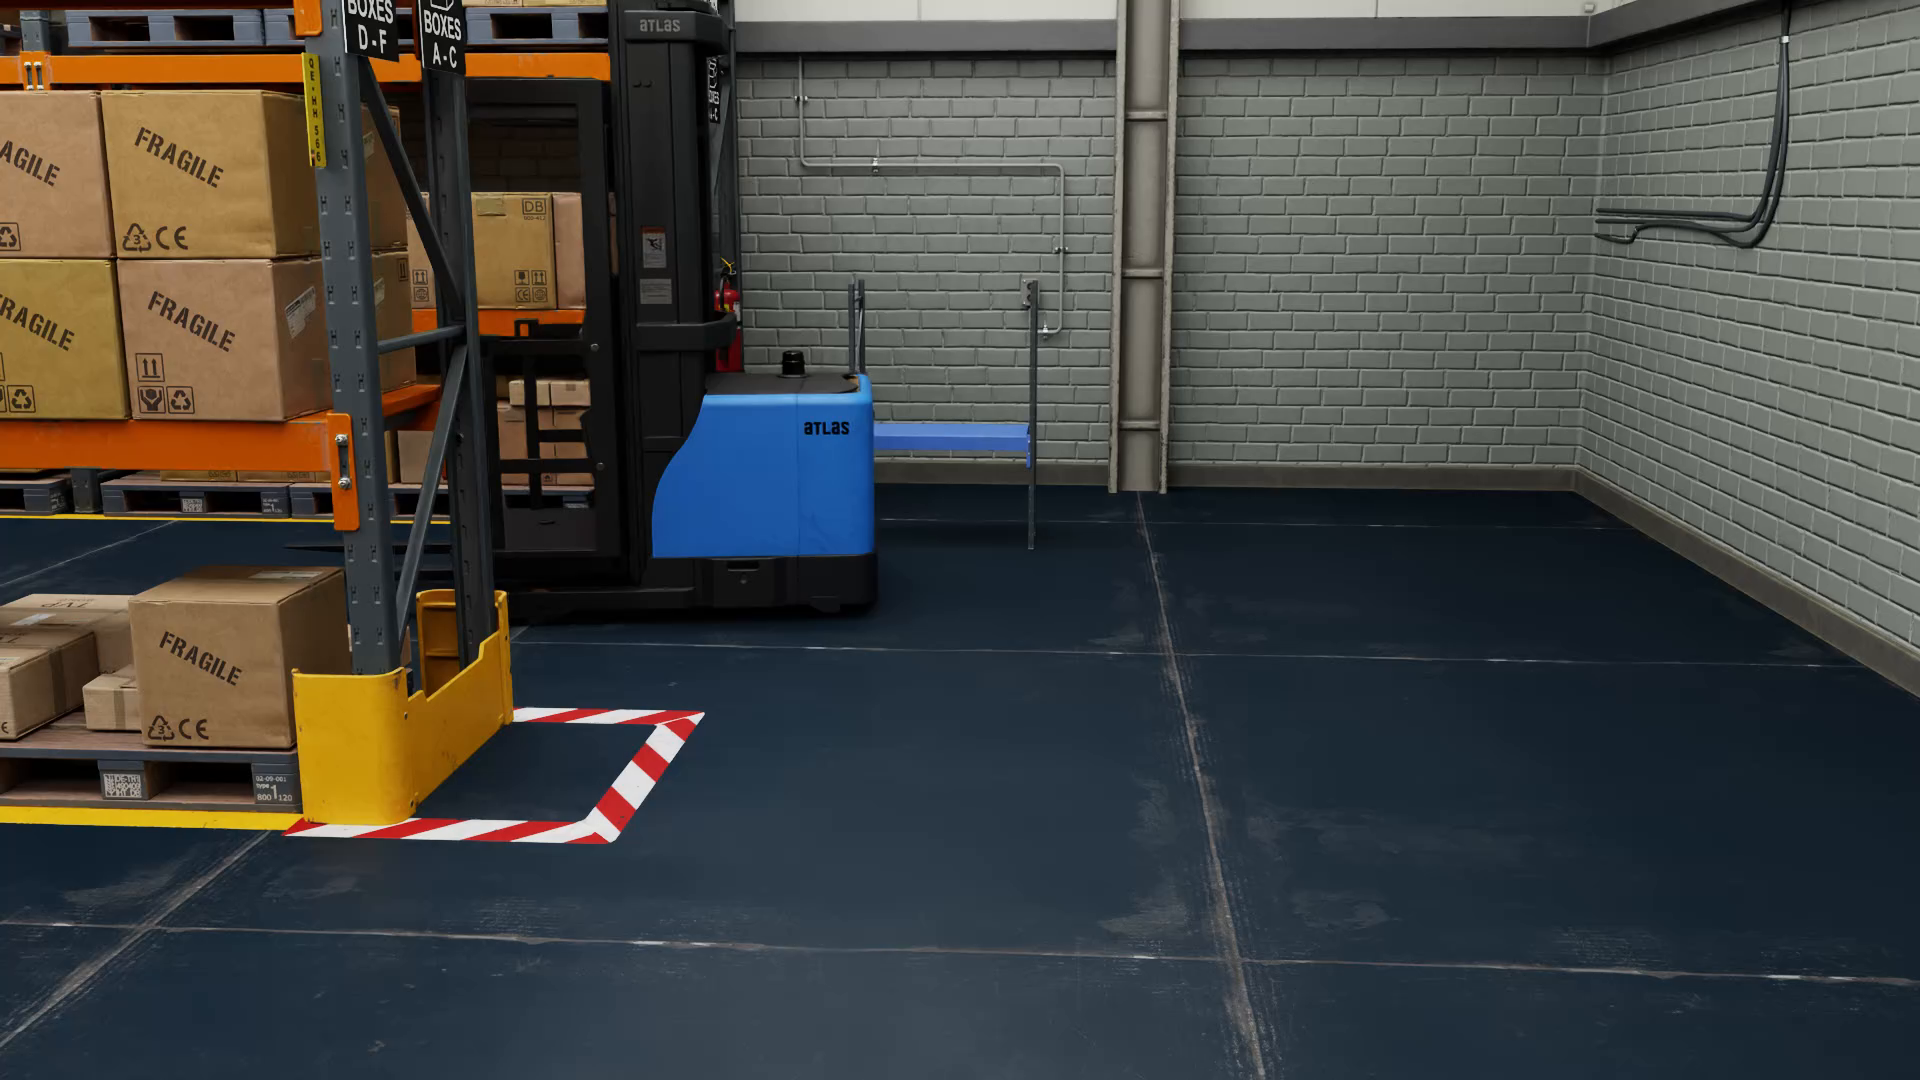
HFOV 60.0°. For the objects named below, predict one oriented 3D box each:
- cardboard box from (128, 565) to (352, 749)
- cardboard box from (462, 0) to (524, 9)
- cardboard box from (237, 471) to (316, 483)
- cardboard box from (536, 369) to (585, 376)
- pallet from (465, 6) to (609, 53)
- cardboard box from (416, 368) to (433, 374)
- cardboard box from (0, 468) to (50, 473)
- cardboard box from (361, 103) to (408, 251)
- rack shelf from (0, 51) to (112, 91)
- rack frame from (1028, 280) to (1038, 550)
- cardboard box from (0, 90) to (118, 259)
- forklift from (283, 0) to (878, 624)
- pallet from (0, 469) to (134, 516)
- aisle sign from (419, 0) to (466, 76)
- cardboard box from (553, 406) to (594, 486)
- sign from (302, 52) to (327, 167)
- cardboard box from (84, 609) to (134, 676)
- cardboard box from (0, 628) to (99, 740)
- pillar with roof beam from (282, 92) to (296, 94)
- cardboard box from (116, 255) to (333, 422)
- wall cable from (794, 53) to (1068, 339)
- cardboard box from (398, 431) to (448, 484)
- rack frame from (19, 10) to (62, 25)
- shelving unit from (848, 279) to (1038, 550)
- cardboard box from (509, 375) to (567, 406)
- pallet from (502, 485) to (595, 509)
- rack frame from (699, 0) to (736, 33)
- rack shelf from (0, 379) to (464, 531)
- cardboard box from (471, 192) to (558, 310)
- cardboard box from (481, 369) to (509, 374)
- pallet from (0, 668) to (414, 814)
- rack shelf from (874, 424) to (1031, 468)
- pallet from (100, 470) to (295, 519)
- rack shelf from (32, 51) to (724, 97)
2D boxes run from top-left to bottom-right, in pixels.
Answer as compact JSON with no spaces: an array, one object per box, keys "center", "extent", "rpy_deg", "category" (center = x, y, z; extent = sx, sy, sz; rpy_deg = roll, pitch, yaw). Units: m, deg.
[{"center":[-2.419,0.385,5.634],"extent":[0.500,0.500,0.500],"rpy_deg":[1,12,4],"category":"cardboard box"},{"center":[-2.800,-3.291,9.943],"extent":[0.500,0.250,0.500],"rpy_deg":[0,12,2],"category":"cardboard box"},{"center":[-4.283,-0.677,10.756],"extent":[0.500,0.500,0.700],"rpy_deg":[1,12,3],"category":"cardboard box"},{"center":[-2.605,-1.013,10.780],"extent":[0.250,0.149,0.380],"rpy_deg":[1,12,4],"category":"cardboard box"},{"center":[-2.273,-3.111,10.207],"extent":[1.213,0.211,1.003],"rpy_deg":[1,12,4],"category":"pallet"},{"center":[-3.617,-1.027,10.846],"extent":[0.250,0.149,0.380],"rpy_deg":[1,12,3],"category":"cardboard box"},{"center":[-6.181,-0.869,10.821],"extent":[0.750,0.750,0.750],"rpy_deg":[1,12,4],"category":"cardboard box"},{"center":[-2.285,-1.265,5.802],"extent":[0.500,0.500,0.500],"rpy_deg":[1,12,5],"category":"cardboard box"},{"center":[-7.519,-2.877,10.625],"extent":[4.000,0.370,1.077],"rpy_deg":[1,12,4],"category":"rack shelf"},{"center":[0.422,-0.728,9.587],"extent":[0.032,1.500,0.500],"rpy_deg":[1,12,4],"category":"rack frame"},{"center":[-2.826,-1.162,5.308],"extent":[0.500,0.500,0.500],"rpy_deg":[1,12,5],"category":"cardboard box"},{"center":[-1.938,-1.146,8.087],"extent":[3.031,2.935,1.130],"rpy_deg":[-1,12,-4],"category":"forklift"},{"center":[-6.299,-0.364,10.990],"extent":[1.213,0.211,1.003],"rpy_deg":[1,12,4],"category":"pallet"},{"center":[-1.772,-1.998,5.644],"extent":[0.004,0.787,0.394],"rpy_deg":[1,12,4],"category":"aisle sign"},{"center":[-2.238,-0.650,10.627],"extent":[0.500,0.500,0.700],"rpy_deg":[1,12,4],"category":"cardboard box"},{"center":[-1.917,-1.275,4.937],"extent":[0.005,0.325,0.100],"rpy_deg":[1,12,4],"category":"sign"},{"center":[-2.882,0.392,6.210],"extent":[0.500,0.250,0.500],"rpy_deg":[1,12,4],"category":"cardboard box"},{"center":[-3.365,0.488,5.751],"extent":[0.500,0.250,0.500],"rpy_deg":[1,12,4],"category":"cardboard box"},{"center":[-5.055,-3.957,6.708],"extent":[0.400,9.000,9.100],"rpy_deg":[1,12,4],"category":"pillar with roof beam"},{"center":[-2.325,-0.666,5.381],"extent":[0.500,0.500,0.500],"rpy_deg":[1,12,5],"category":"cardboard box"},{"center":[-0.192,-2.352,11.202],"extent":[1.851,1.984,0.084],"rpy_deg":[1,12,4],"category":"wall cable"},{"center":[-3.239,-0.663,10.692],"extent":[0.500,0.500,0.700],"rpy_deg":[0,12,2],"category":"cardboard box"},{"center":[-5.524,-4.670,10.114],"extent":[0.127,3.000,1.000],"rpy_deg":[1,12,4],"category":"rack frame"},{"center":[-0.085,-0.735,9.620],"extent":[1.048,1.500,0.538],"rpy_deg":[1,12,4],"category":"shelving unit"},{"center":[-2.633,-0.935,10.407],"extent":[0.250,0.149,0.380],"rpy_deg":[1,12,5],"category":"cardboard box"},{"center":[-2.336,-0.309,10.728],"extent":[1.213,0.211,1.003],"rpy_deg":[1,12,4],"category":"pallet"},{"center":[-1.533,-4.615,9.852],"extent":[0.127,3.000,1.000],"rpy_deg":[1,12,4],"category":"rack frame"},{"center":[-3.855,-0.342,5.833],"extent":[4.000,0.370,1.077],"rpy_deg":[1,12,4],"category":"rack shelf"},{"center":[-2.769,-1.838,10.496],"extent":[0.700,0.700,0.980],"rpy_deg":[1,12,3],"category":"cardboard box"},{"center":[-3.109,-1.020,10.813],"extent":[0.250,0.149,0.380],"rpy_deg":[1,12,5],"category":"cardboard box"},{"center":[-2.731,0.687,5.970],"extent":[1.213,0.211,1.003],"rpy_deg":[1,12,4],"category":"pallet"},{"center":[-0.085,-0.559,9.657],"extent":[1.000,0.185,0.538],"rpy_deg":[1,12,4],"category":"rack shelf"},{"center":[-4.770,-0.342,10.887],"extent":[1.213,0.211,1.003],"rpy_deg":[1,12,4],"category":"pallet"},{"center":[-3.528,-2.822,10.364],"extent":[4.000,0.370,1.077],"rpy_deg":[1,12,4],"category":"rack shelf"}]
